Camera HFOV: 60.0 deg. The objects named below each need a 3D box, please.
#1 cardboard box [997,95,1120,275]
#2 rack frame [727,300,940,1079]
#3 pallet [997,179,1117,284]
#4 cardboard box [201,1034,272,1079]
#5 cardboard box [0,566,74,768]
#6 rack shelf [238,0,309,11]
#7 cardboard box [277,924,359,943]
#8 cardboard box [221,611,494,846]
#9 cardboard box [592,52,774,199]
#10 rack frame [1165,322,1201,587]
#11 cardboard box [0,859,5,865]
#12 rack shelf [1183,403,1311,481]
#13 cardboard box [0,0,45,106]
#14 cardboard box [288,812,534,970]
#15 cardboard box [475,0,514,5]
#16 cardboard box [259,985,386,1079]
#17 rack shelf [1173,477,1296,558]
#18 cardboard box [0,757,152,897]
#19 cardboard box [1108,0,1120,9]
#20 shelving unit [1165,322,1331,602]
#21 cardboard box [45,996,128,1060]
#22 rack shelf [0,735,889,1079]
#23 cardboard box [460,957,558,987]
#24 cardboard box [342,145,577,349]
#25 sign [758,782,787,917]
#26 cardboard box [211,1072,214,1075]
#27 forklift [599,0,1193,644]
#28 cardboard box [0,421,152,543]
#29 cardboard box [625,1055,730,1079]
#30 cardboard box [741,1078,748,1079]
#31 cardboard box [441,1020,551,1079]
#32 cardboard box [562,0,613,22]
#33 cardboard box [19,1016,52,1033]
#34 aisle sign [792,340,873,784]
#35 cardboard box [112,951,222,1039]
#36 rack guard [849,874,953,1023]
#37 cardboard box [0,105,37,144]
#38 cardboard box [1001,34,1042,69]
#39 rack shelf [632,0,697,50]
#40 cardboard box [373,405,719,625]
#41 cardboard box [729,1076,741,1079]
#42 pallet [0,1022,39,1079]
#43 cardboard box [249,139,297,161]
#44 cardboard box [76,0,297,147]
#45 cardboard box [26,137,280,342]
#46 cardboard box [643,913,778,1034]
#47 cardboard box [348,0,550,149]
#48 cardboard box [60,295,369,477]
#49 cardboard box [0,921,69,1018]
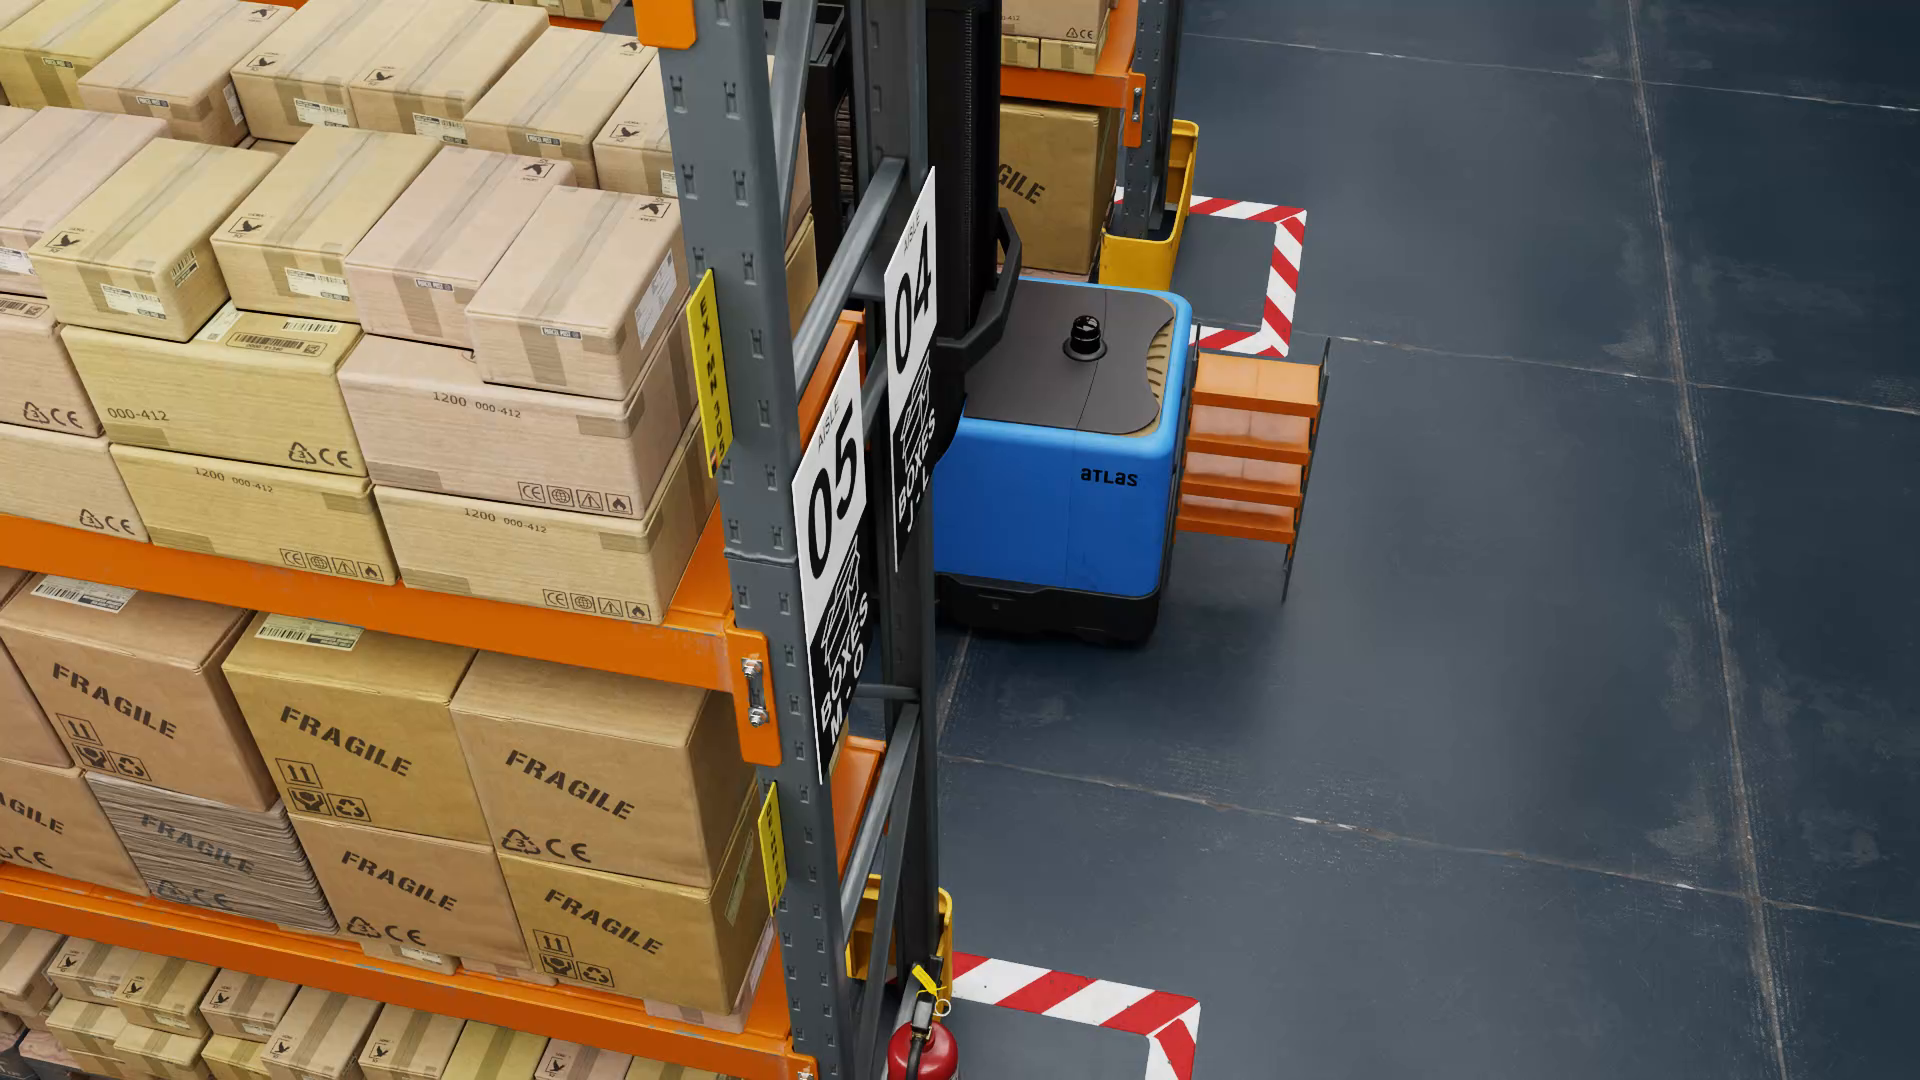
[{"bbox_3d":[0.306,-1.988,8.341,0.875,0.875,0.875,9,45,9],"label":"cardboard box"},{"bbox_3d":[-0.234,0.782,4.234,0.127,3.000,1.000,9,45,9],"label":"rack frame"},{"bbox_3d":[0.150,-1.622,8.744,1.213,0.211,1.003,9,45,9],"label":"pallet"},{"bbox_3d":[-2.073,1.466,5.063,0.250,0.149,0.380,11,45,11],"label":"cardboard box"},{"bbox_3d":[-2.255,0.151,3.883,0.500,0.500,0.500,7,44,8],"label":"cardboard box"},{"bbox_3d":[-4.907,-3.208,8.899,4.000,0.370,1.077,9,45,9],"label":"rack shelf"},{"bbox_3d":[-1.601,0.841,4.354,0.250,0.149,0.380,7,44,7],"label":"cardboard box"},{"bbox_3d":[-1.229,0.301,3.727,0.500,0.500,0.500,7,44,8],"label":"cardboard box"},{"bbox_3d":[-0.500,-0.771,3.146,0.250,0.149,0.380,8,45,9],"label":"cardboard box"},{"bbox_3d":[0.892,-0.316,6.674,0.015,1.200,0.240,7,44,8],"label":"rack frame"},{"bbox_3d":[-2.637,0.698,4.503,0.250,0.149,0.380,11,45,11],"label":"cardboard box"},{"bbox_3d":[1.131,-0.398,6.533,0.480,0.148,0.258,7,44,8],"label":"rack shelf"},{"bbox_3d":[-2.009,-1.027,3.411,0.250,0.149,0.380,10,45,10],"label":"cardboard box"},{"bbox_3d":[-1.230,0.664,4.071,0.500,0.500,0.500,8,45,8],"label":"cardboard box"},{"bbox_3d":[-2.226,-2.725,8.059,0.250,0.149,0.380,10,45,10],"label":"cardboard box"},{"bbox_3d":[-1.832,1.420,4.896,0.250,0.149,0.380,10,45,11],"label":"cardboard box"},{"bbox_3d":[1.131,-0.094,6.826,0.480,0.148,0.258,7,44,8],"label":"rack shelf"},{"bbox_3d":[-2.211,0.511,4.230,0.500,0.500,0.500,11,45,11],"label":"cardboard box"},{"bbox_3d":[0.673,-2.746,8.081,0.250,0.149,0.380,9,45,10],"label":"cardboard box"},{"bbox_3d":[1.131,-0.285,6.641,0.503,1.200,0.258,7,44,8],"label":"shelving unit"},{"bbox_3d":[-2.583,1.388,5.143,0.250,0.149,0.380,9,45,9],"label":"cardboard box"},{"bbox_3d":[-2.186,0.739,4.798,4.000,0.370,1.077,9,45,9],"label":"rack shelf"},{"bbox_3d":[-1.096,0.924,4.268,0.250,0.149,0.380,8,45,9],"label":"cardboard box"},{"bbox_3d":[-0.846,-0.509,2.873,0.250,0.149,0.380,9,45,10],"label":"cardboard box"},{"bbox_3d":[-0.375,0.624,3.336,0.005,0.325,0.100,9,45,9],"label":"sign"},{"bbox_3d":[-2.304,1.482,5.260,0.250,0.149,0.380,10,45,10],"label":"cardboard box"},{"bbox_3d":[-0.619,-1.135,6.276,3.031,2.935,1.130,7,44,8],"label":"forklift"},{"bbox_3d":[-1.716,-0.291,3.294,0.500,0.250,0.500,11,45,11],"label":"cardboard box"},{"bbox_3d":[-0.806,1.535,4.776,0.250,0.149,0.380,9,45,10],"label":"cardboard box"},{"bbox_3d":[-0.793,1.719,5.014,0.250,0.149,0.380,10,45,10],"label":"cardboard box"},{"bbox_3d":[-1.319,1.505,4.807,0.250,0.149,0.380,8,44,8],"label":"cardboard box"},{"bbox_3d":[-1.719,-2.648,7.979,0.250,0.149,0.380,8,45,8],"label":"cardboard box"},{"bbox_3d":[-2.810,1.389,5.356,0.250,0.149,0.380,7,44,7],"label":"cardboard box"},{"bbox_3d":[-0.228,0.060,3.110,0.004,0.787,0.394,9,45,9],"label":"aisle sign"},{"bbox_3d":[-2.327,1.284,5.037,0.250,0.149,0.380,9,45,9],"label":"cardboard box"},{"bbox_3d":[-0.308,1.671,5.113,0.348,0.500,1.175,9,45,9],"label":"rack guard"},{"bbox_3d":[-1.865,-0.635,3.004,0.250,0.149,0.380,10,45,10],"label":"cardboard box"},{"bbox_3d":[0.274,-2.338,7.657,0.250,0.149,0.380,9,45,9],"label":"cardboard box"},{"bbox_3d":[-2.186,-1.422,2.719,4.000,0.370,1.077,9,45,9],"label":"rack shelf"},{"bbox_3d":[-0.735,-0.134,3.132,0.500,0.250,0.500,8,44,8],"label":"cardboard box"},{"bbox_3d":[-0.811,1.664,4.857,0.250,0.149,0.380,8,44,8],"label":"cardboard box"},{"bbox_3d":[-3.474,1.259,5.750,1.213,0.211,1.003,9,45,9],"label":"pallet"},{"bbox_3d":[-1.115,-0.745,3.406,0.500,0.250,0.500,8,45,9],"label":"cardboard box"},{"bbox_3d":[-1.505,-0.917,3.297,0.250,0.149,0.380,10,45,10],"label":"cardboard box"},{"bbox_3d":[-1.374,-0.528,2.893,0.250,0.149,0.380,9,45,10],"label":"cardboard box"},{"bbox_3d":[-0.614,1.015,4.174,0.250,0.149,0.380,9,45,9],"label":"cardboard box"},{"bbox_3d":[-0.994,-0.913,3.292,0.250,0.149,0.380,9,45,9],"label":"cardboard box"},{"bbox_3d":[-1.238,-0.399,3.046,0.500,0.250,0.500,8,44,8],"label":"cardboard box"},{"bbox_3d":[-2.843,1.235,5.088,0.250,0.149,0.380,10,45,10],"label":"cardboard box"}]
